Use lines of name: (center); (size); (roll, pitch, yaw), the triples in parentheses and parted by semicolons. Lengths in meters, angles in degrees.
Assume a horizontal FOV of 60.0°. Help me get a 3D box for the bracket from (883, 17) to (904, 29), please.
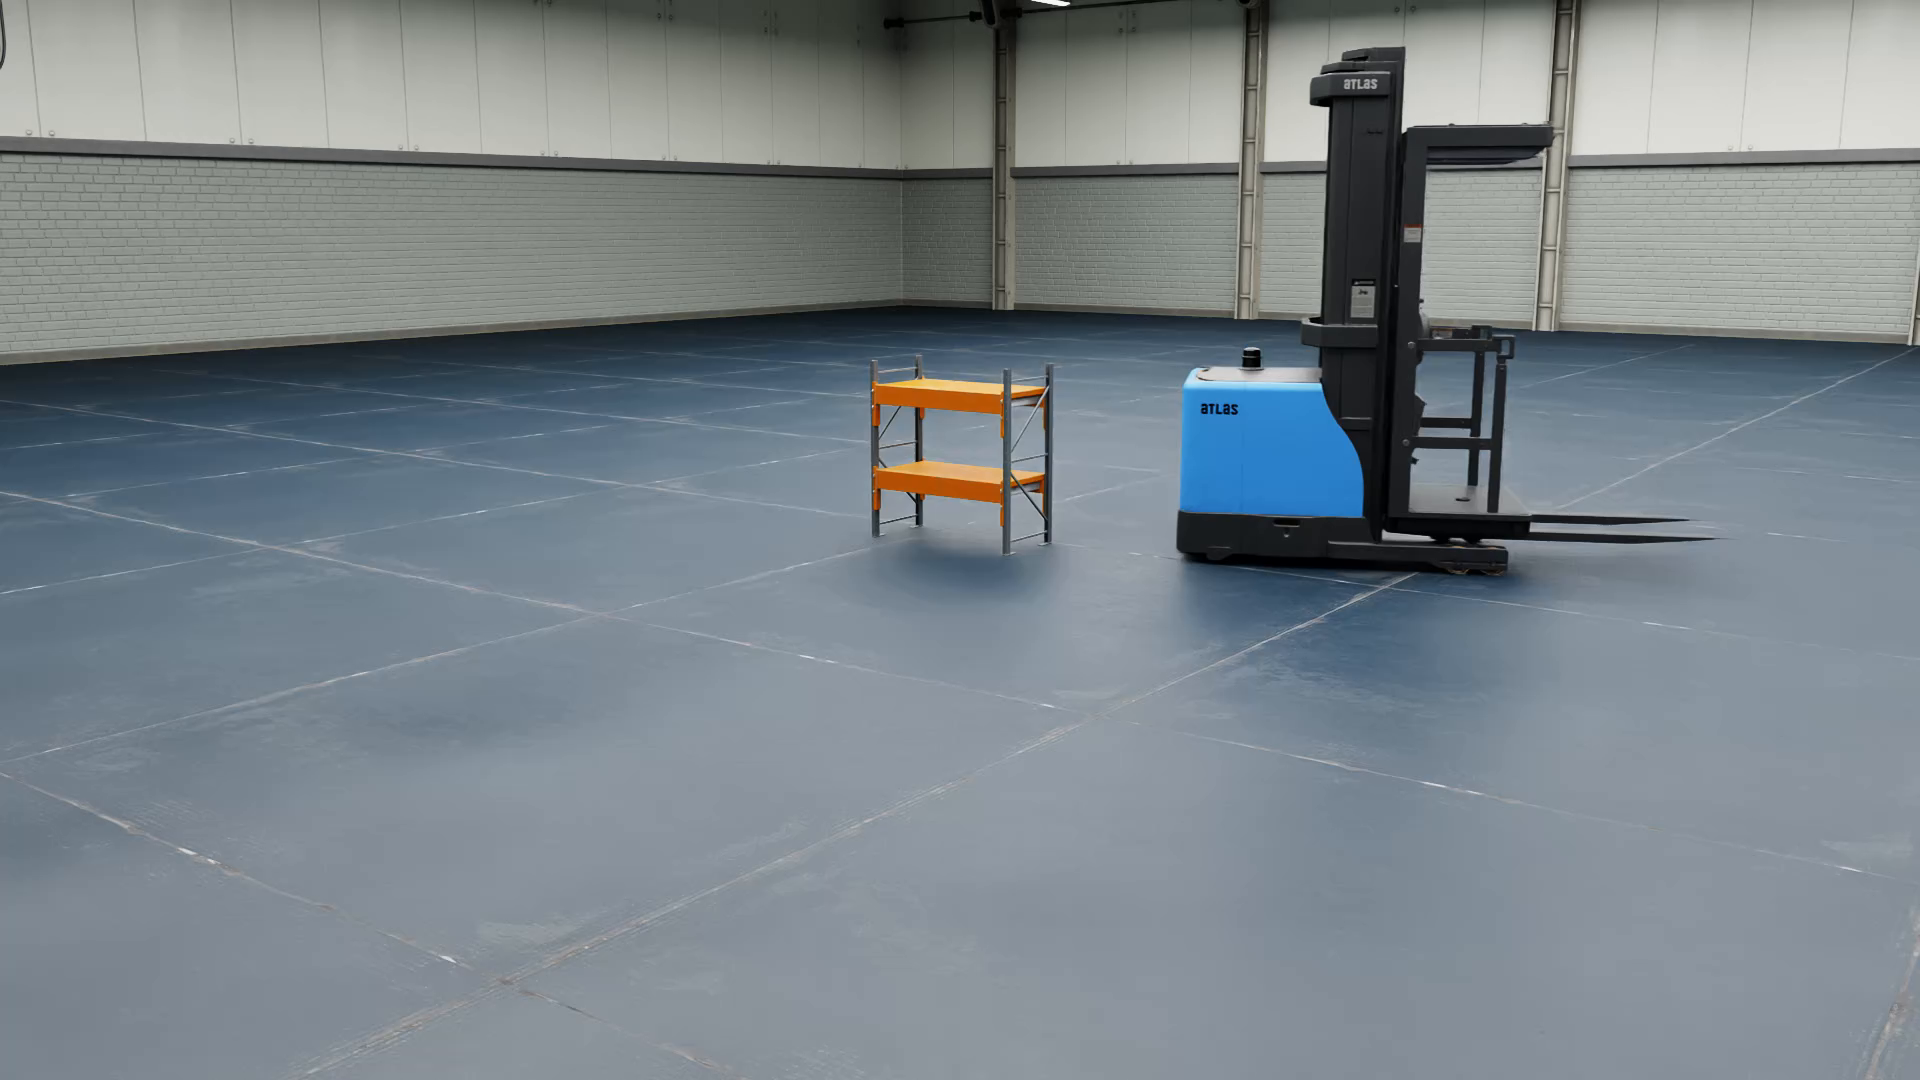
bracket: (-1.485, -11.602, 37.334); (0.430, 0.232, 0.235); (8, 13, 36)

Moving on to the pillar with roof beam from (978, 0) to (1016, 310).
pillar with roof beam: (-1.578, -8.917, 32.932); (0.548, 9.000, 9.100); (8, 13, 36)

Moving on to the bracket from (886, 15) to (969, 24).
bracket: (-1.009, -11.536, 36.991); (3.189, 0.066, 0.076); (8, 13, 36)

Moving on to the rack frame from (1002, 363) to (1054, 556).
rack frame: (0.415, -0.494, 10.124); (0.032, 1.125, 0.500); (8, 13, 36)

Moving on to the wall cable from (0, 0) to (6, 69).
wall cable: (-13.635, -8.409, 21.350); (0.169, 6.003, 2.305); (8, 13, 36)

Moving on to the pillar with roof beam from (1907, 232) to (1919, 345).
pillar with roof beam: (12.930, -6.894, 22.471); (0.400, 9.000, 9.100); (8, 13, 36)

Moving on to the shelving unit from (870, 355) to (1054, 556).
shelving unit: (0.005, -0.552, 10.419); (1.048, 1.125, 0.538); (8, 13, 36)

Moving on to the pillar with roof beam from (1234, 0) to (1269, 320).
pillar with roof beam: (3.258, -8.243, 29.445); (0.548, 9.000, 9.100); (8, 13, 36)

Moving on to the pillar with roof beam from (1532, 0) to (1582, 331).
pillar with roof beam: (8.094, -7.568, 25.958); (0.400, 9.000, 9.100); (8, 13, 36)

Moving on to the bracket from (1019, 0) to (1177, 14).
bracket: (3.171, -10.953, 33.977); (4.783, 0.066, 0.076); (8, 13, 36)

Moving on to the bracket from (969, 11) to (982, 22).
bracket: (0.426, -11.336, 35.957); (0.430, 0.232, 0.235); (8, 13, 36)

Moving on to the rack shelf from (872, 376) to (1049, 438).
rack shelf: (0.005, -0.839, 10.363); (1.000, 0.278, 0.538); (8, 13, 36)

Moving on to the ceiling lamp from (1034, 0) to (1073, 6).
ceiling lamp: (1.148, -11.248, 29.613); (0.800, 3.185, 2.000); (8, 13, 36)

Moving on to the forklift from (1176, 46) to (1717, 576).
forklift: (2.853, -1.344, 9.758); (3.031, 2.935, 1.130); (2, 11, 10)

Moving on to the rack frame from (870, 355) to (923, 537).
rack frame: (-0.404, -0.609, 10.714); (0.032, 1.125, 0.500); (8, 13, 36)

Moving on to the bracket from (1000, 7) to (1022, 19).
bracket: (1.095, -11.243, 35.475); (0.430, 0.232, 0.235); (8, 13, 36)

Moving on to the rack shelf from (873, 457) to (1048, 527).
rack shelf: (0.005, -0.311, 10.465); (1.000, 0.278, 0.538); (8, 13, 36)
